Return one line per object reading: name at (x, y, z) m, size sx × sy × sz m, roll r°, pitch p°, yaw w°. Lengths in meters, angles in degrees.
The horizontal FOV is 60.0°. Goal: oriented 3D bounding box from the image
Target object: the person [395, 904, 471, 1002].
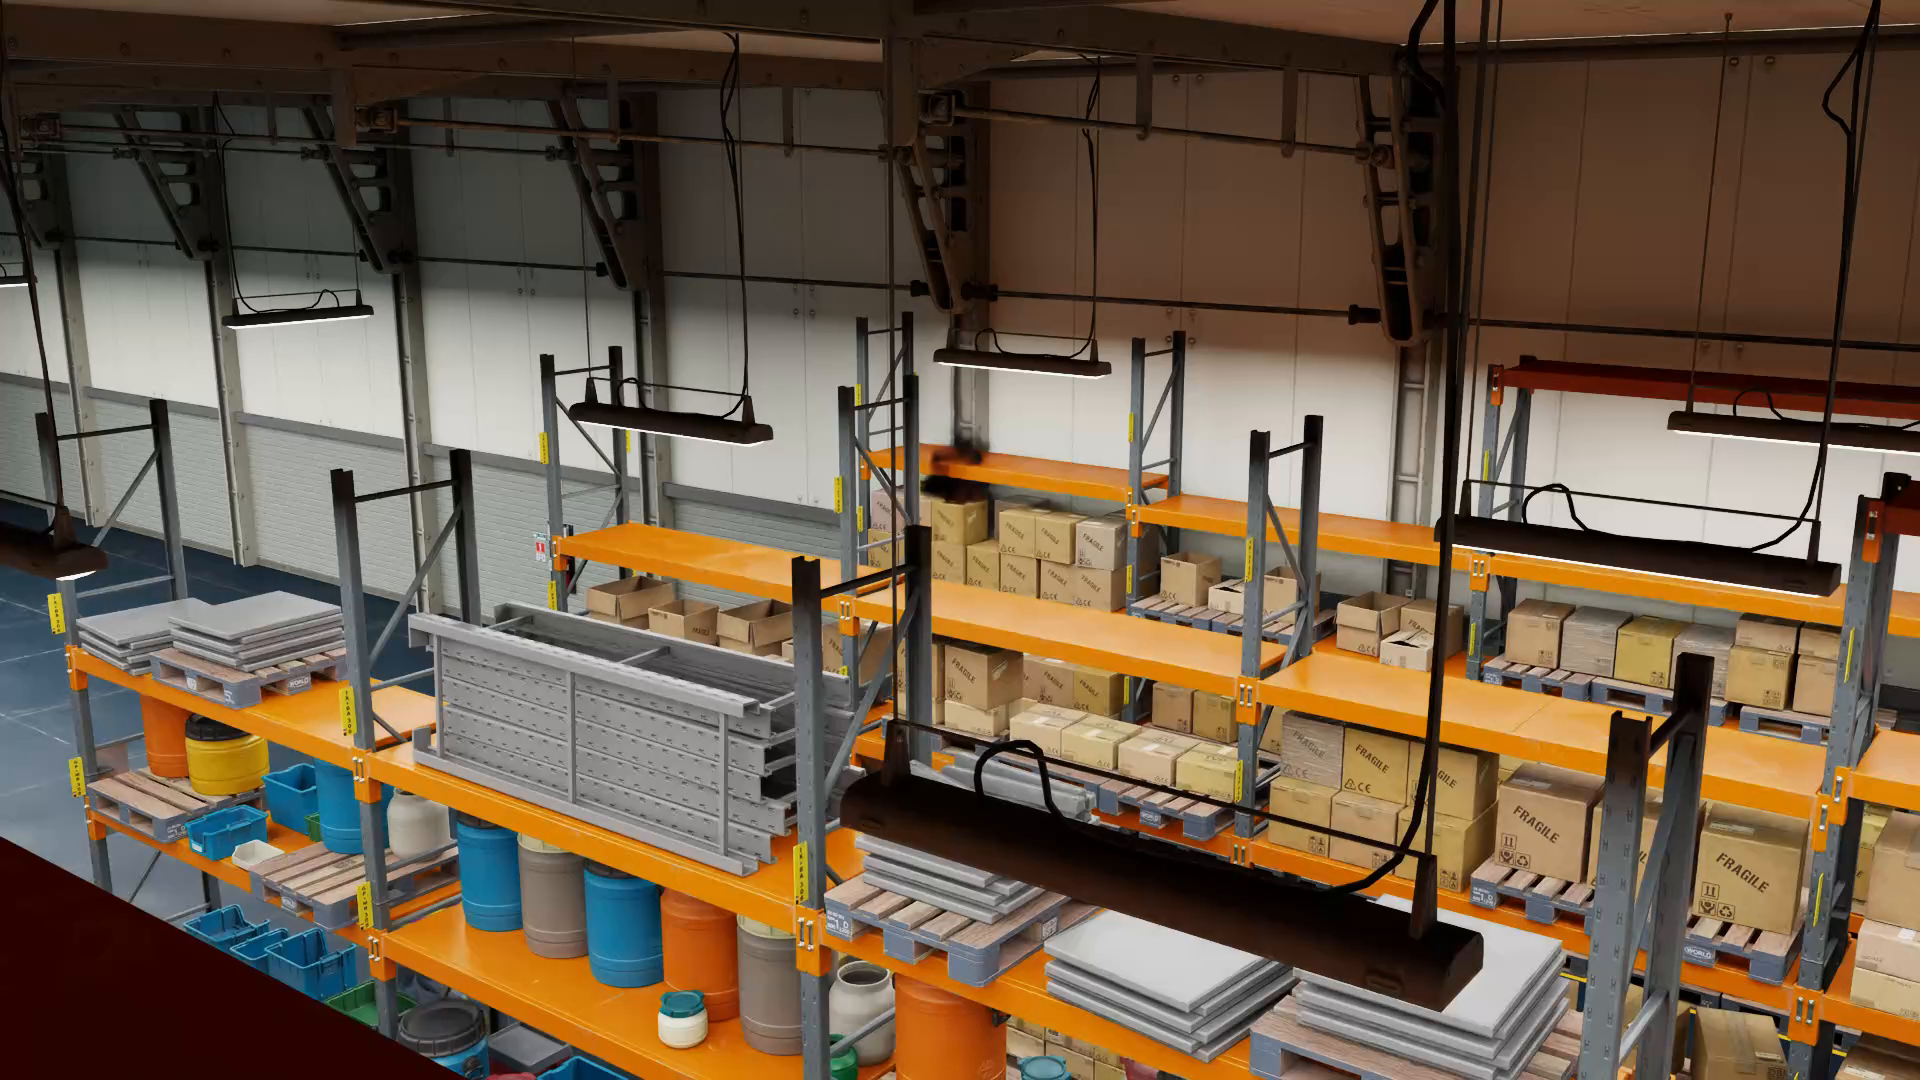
person at (-4.946, 3.750, 15.288) m, size 0.897 × 1.736 × 0.713 m, roll 6°, pitch 14°, yaw 24°
